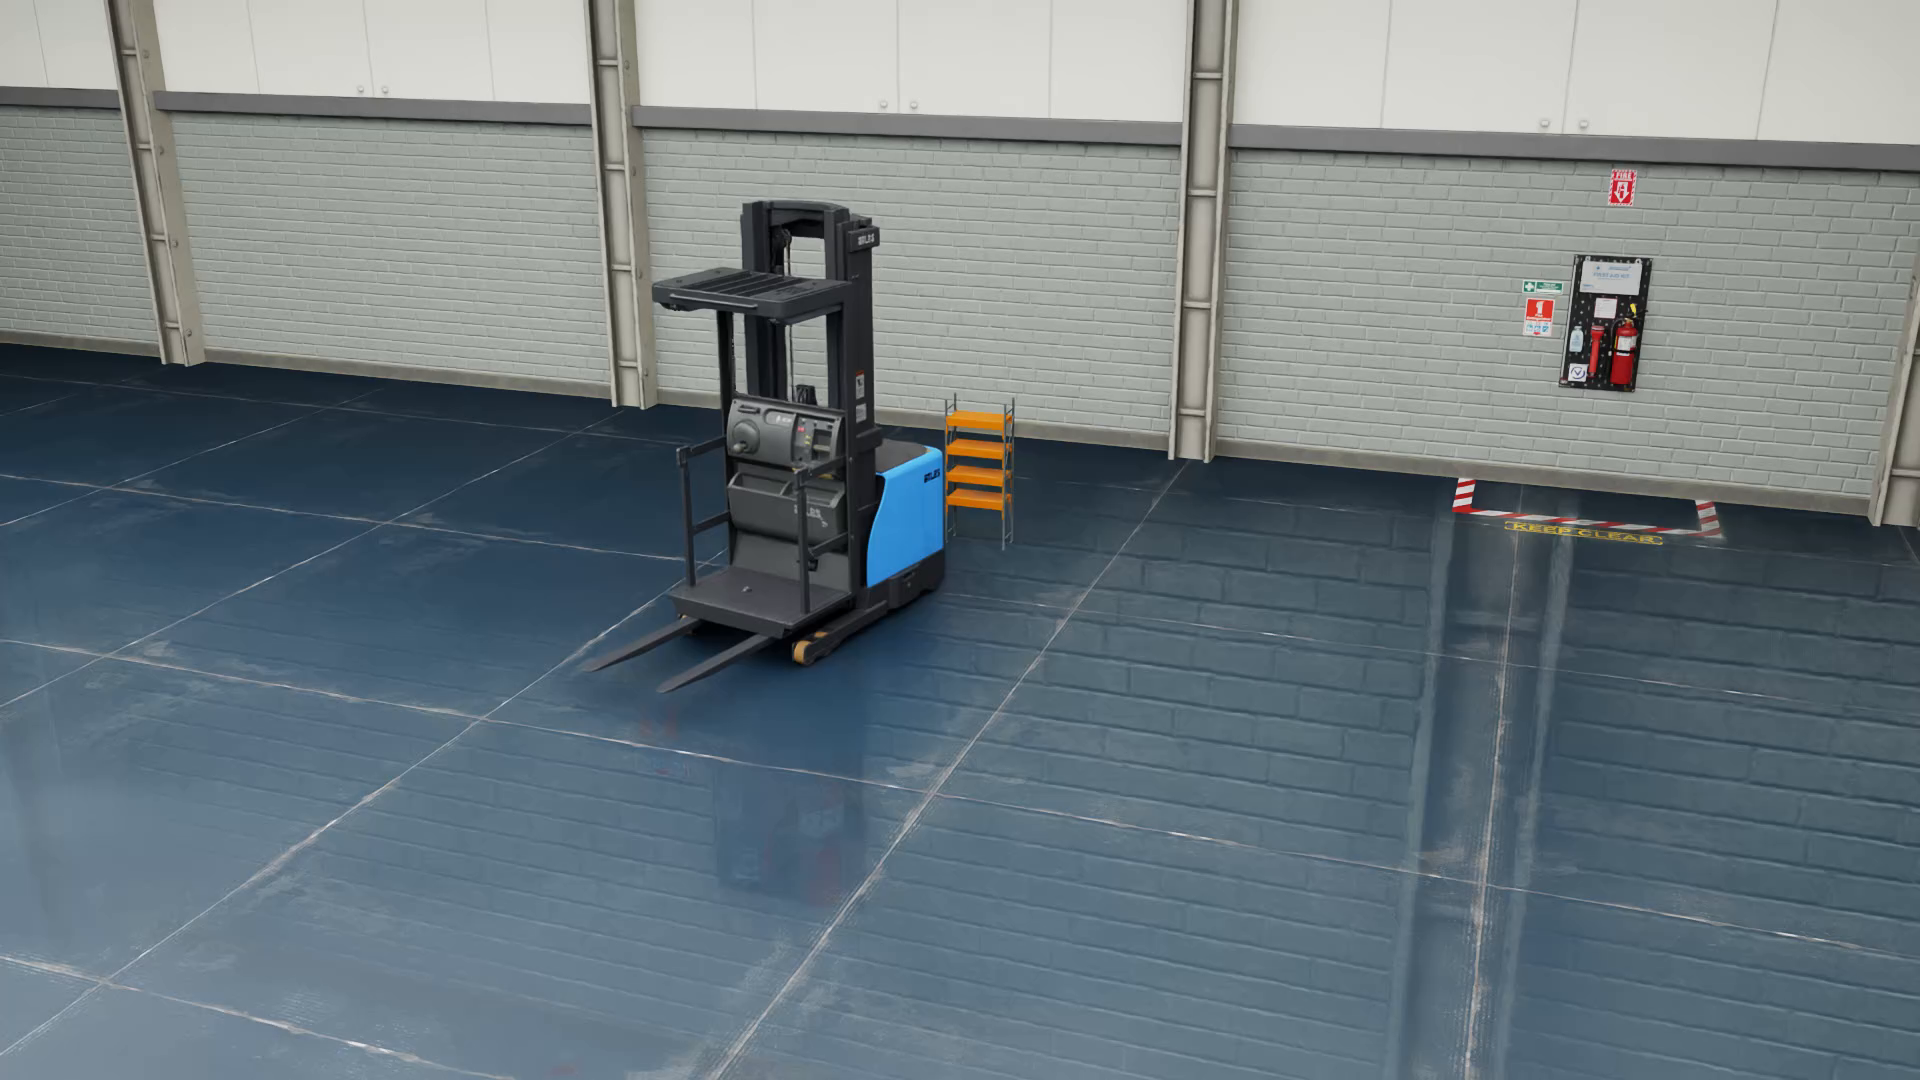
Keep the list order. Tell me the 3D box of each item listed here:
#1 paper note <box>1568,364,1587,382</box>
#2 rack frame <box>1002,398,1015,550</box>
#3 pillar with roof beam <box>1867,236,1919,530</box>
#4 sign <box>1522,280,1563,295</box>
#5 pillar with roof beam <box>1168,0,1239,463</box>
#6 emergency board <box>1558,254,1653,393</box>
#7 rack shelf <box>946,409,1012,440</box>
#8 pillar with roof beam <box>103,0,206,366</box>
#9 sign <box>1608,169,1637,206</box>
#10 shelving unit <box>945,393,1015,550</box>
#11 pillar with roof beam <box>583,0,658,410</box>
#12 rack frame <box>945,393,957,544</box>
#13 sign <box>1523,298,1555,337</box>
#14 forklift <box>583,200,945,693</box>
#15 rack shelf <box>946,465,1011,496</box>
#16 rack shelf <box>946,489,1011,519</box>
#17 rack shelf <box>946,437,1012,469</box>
[{"bbox_3d":[5.411,-1.466,14.564,0.142,0.148,0.016,7,20,18],"label":"paper note"},{"bbox_3d":[0.387,-0.522,13.252,0.015,1.200,0.240,7,20,18],"label":"rack frame"},{"bbox_3d":[6.465,-3.057,8.675,0.400,9.000,9.100,7,20,18],"label":"pillar with roof beam"},{"bbox_3d":[5.069,-2.197,14.463,0.331,0.109,0.001,7,20,18],"label":"sign"},{"bbox_3d":[0.797,-3.705,10.534,0.400,9.000,9.100,7,20,18],"label":"pillar with roof beam"},{"bbox_3d":[5.556,-1.842,14.302,0.643,1.169,0.194,7,20,18],"label":"emergency board"},{"bbox_3d":[0.156,-0.920,13.198,0.480,0.148,0.258,7,20,18],"label":"rack shelf"},{"bbox_3d":[-10.538,-5.001,14.253,0.400,9.000,9.100,7,20,18],"label":"pillar with roof beam"},{"bbox_3d":[5.581,-2.968,14.012,0.199,0.298,0.001,7,20,18],"label":"sign"},{"bbox_3d":[0.156,-0.549,13.327,0.503,1.200,0.258,7,20,18],"label":"shelving unit"},{"bbox_3d":[-4.870,-4.353,12.394,0.400,9.000,9.100,7,20,18],"label":"pillar with roof beam"},{"bbox_3d":[-0.074,-0.575,13.403,0.015,1.200,0.240,7,20,18],"label":"rack frame"},{"bbox_3d":[5.068,-1.950,14.560,0.234,0.329,0.001,7,20,18],"label":"sign"},{"bbox_3d":[-1.313,-0.717,11.181,1.130,2.935,3.031,11,22,30],"label":"forklift"},{"bbox_3d":[0.156,-0.485,13.350,0.480,0.148,0.258,7,20,18],"label":"rack shelf"},{"bbox_3d":[0.156,-0.298,13.415,0.480,0.148,0.258,7,20,18],"label":"rack shelf"},{"bbox_3d":[0.156,-0.696,13.276,0.480,0.148,0.258,7,20,18],"label":"rack shelf"}]
